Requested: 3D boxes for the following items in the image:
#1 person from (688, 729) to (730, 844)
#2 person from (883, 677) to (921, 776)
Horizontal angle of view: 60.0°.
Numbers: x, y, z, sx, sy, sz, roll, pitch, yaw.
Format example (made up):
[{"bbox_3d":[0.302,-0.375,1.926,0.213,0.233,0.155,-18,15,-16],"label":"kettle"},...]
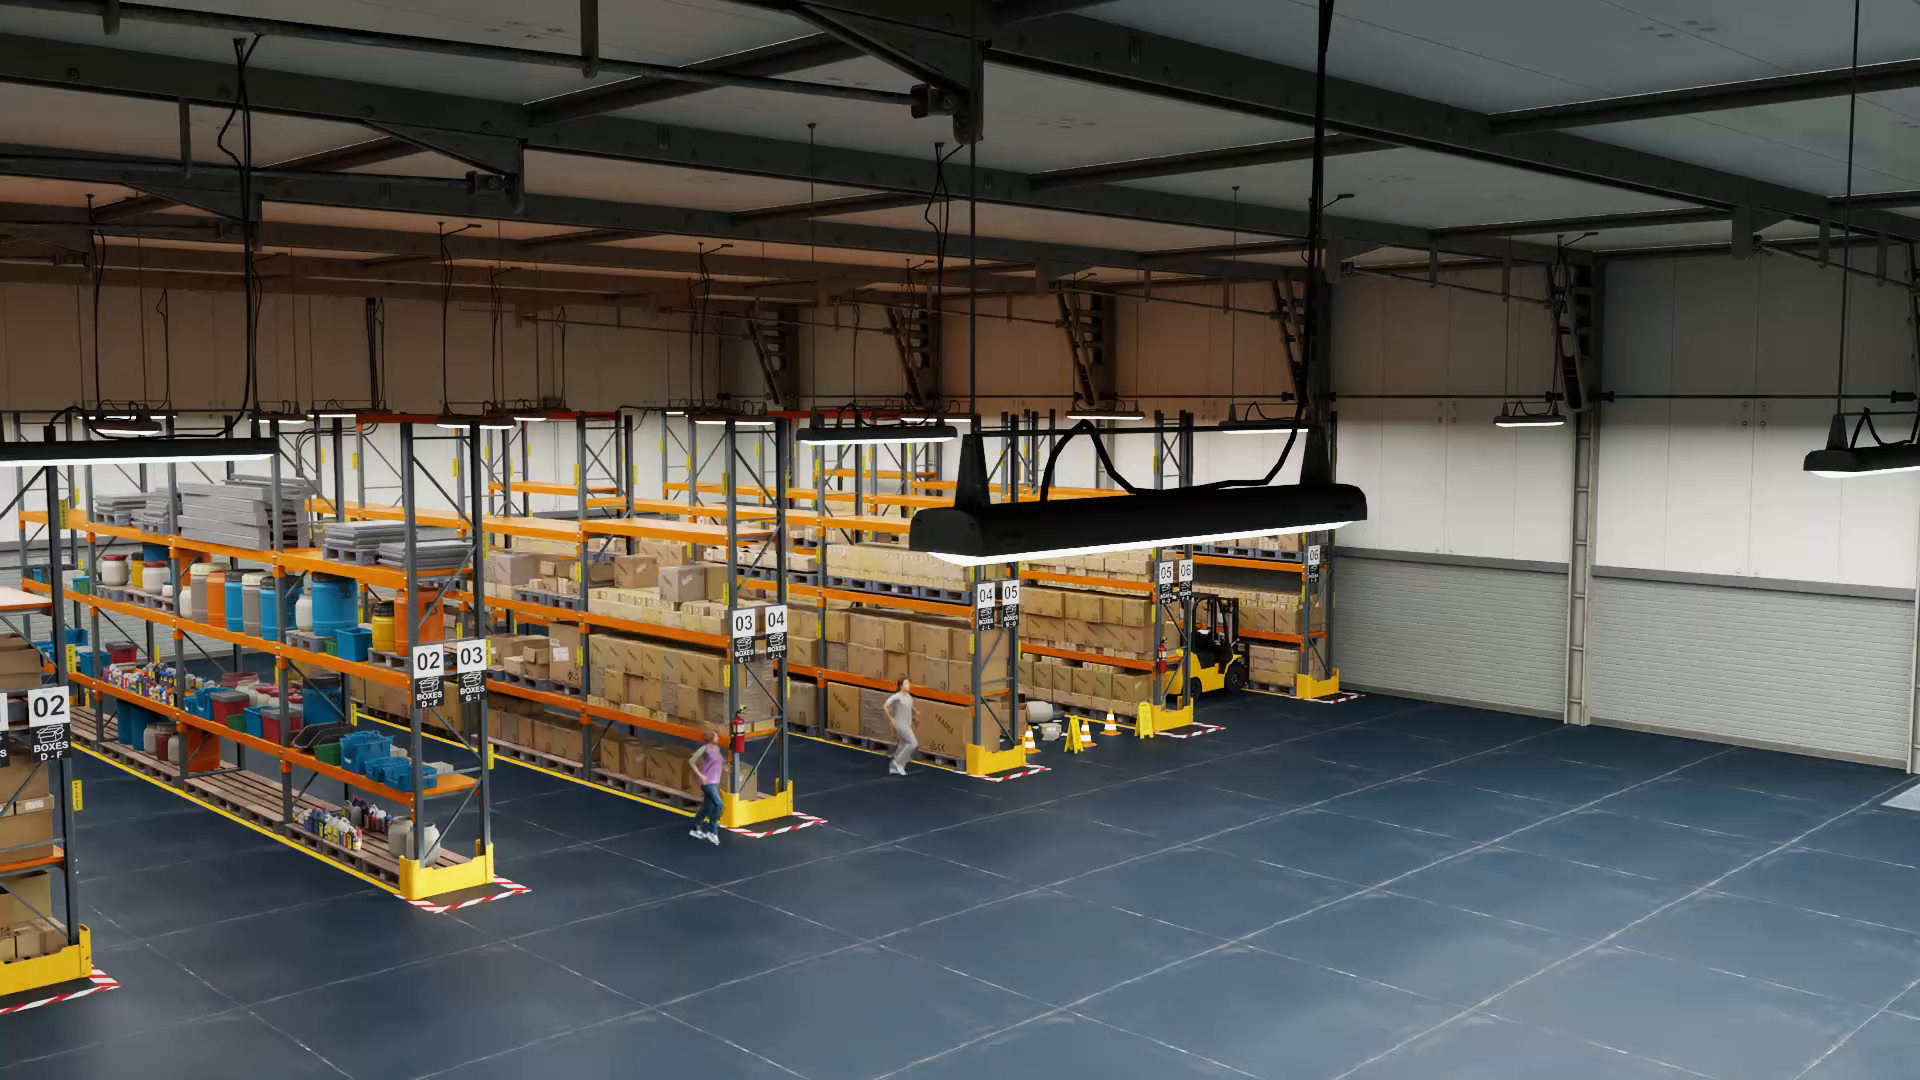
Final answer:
[{"bbox_3d":[-3.559,3.499,23.651,0.627,1.635,0.524,1,5,14],"label":"person"},{"bbox_3d":[-0.919,3.092,27.637,0.613,1.639,0.552,3,6,28],"label":"person"}]
